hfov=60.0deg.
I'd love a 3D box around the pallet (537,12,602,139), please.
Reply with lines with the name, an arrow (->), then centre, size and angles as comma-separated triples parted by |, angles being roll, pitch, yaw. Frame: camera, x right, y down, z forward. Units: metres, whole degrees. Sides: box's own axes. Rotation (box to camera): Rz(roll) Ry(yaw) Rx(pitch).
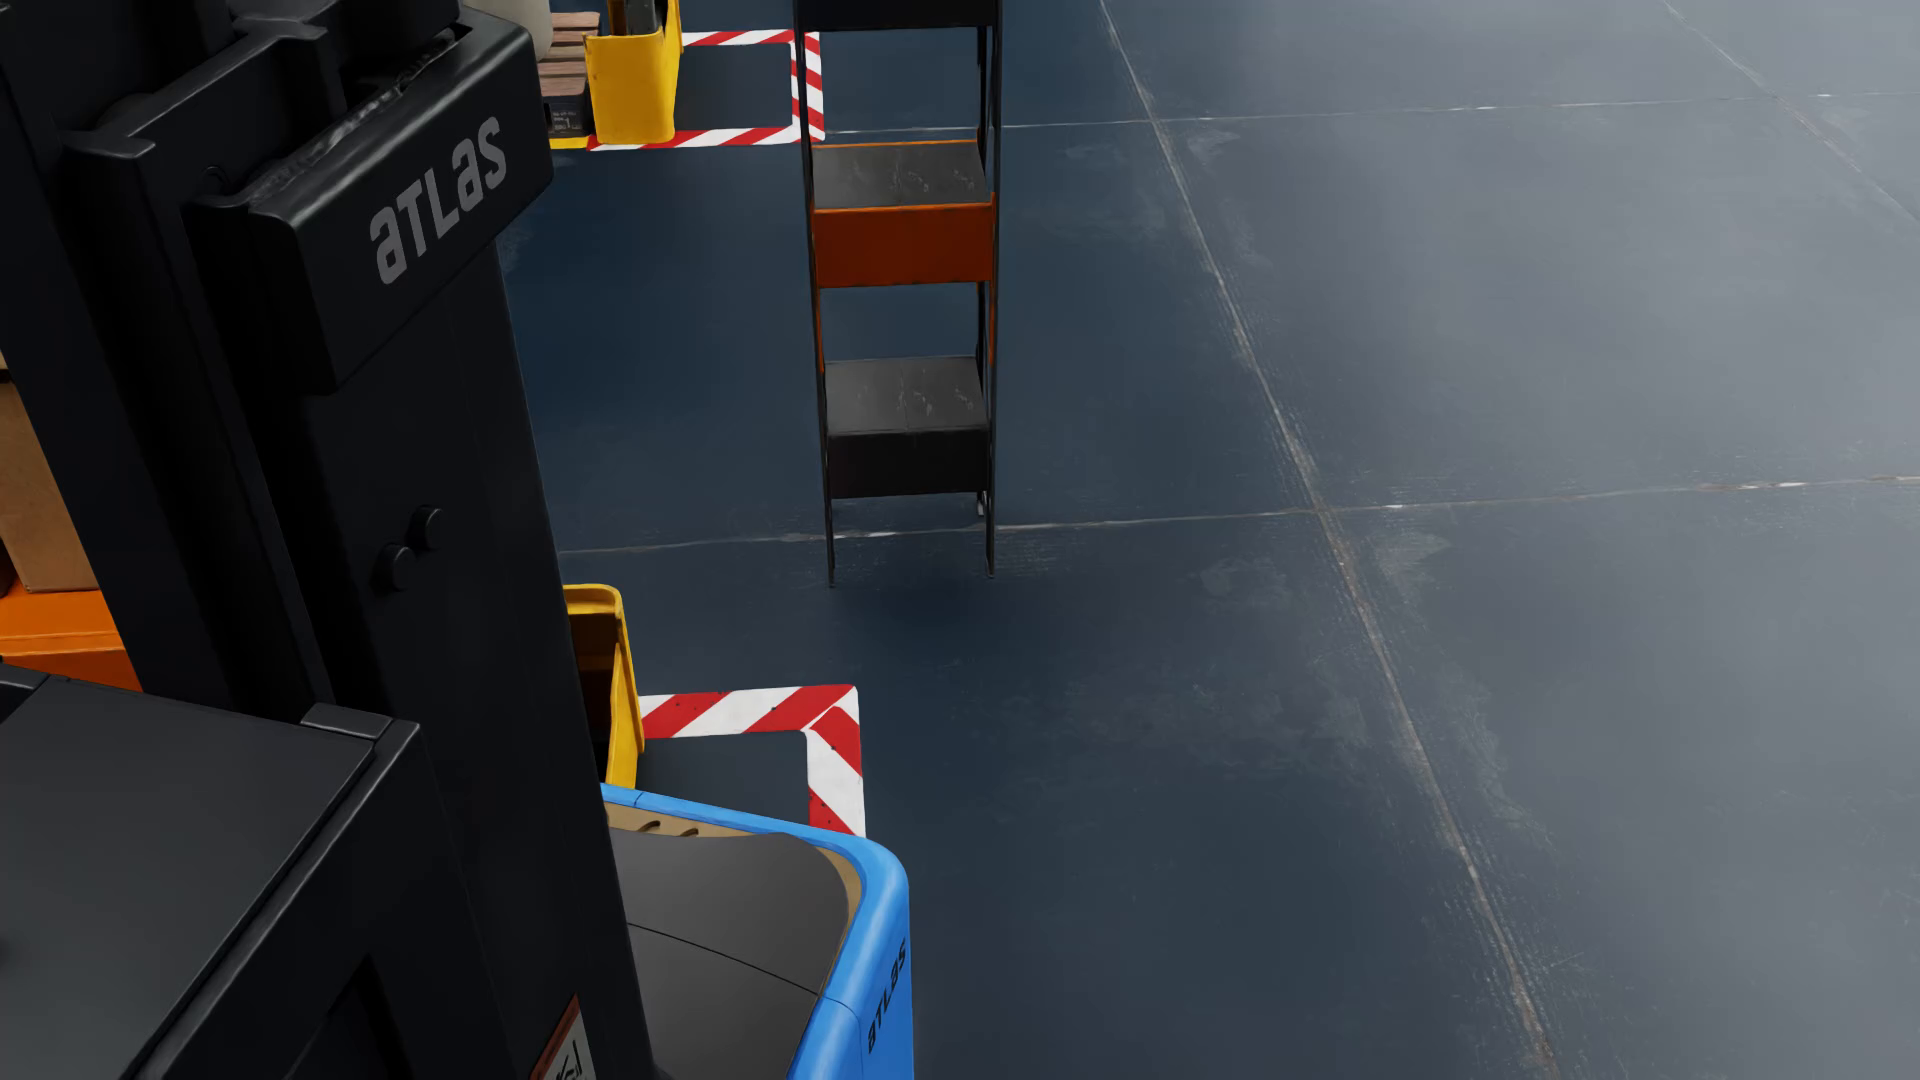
pallet -> -2.332, -2.190, 7.856 | 1.213, 0.211, 1.003 | -3, 38, -4

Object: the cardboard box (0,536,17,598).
cardboard box -> -2.004, -0.293, 3.119 | 0.500, 0.500, 0.700 | -2, 38, -3

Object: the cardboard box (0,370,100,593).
cardboard box -> -1.482, -0.325, 3.159 | 0.500, 0.500, 0.700 | -3, 38, -4

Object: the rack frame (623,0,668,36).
rack frame -> -1.451, -3.360, 7.086 | 0.127, 3.000, 1.000 | -3, 38, -4

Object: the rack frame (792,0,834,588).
rack frame -> -0.408, -0.802, 4.571 | 0.015, 2.100, 0.400 | -3, 38, -4

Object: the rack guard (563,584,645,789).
rack guard -> -0.992, 0.677, 3.989 | 0.348, 0.500, 1.175 | -3, 38, -4

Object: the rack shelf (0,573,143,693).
rack shelf -> -3.008, 0.089, 3.297 | 4.000, 0.370, 1.077 | -3, 38, -4

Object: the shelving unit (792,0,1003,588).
shelving unit -> -0.165, -0.815, 4.588 | 0.503, 2.100, 0.431 | -3, 38, -4

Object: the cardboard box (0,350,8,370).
cardboard box -> -1.640, -0.443, 2.786 | 0.250, 0.149, 0.380 | -2, 38, -3

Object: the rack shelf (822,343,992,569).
rack shelf -> -0.165, -0.255, 5.030 | 0.480, 0.518, 0.431 | -3, 38, -4

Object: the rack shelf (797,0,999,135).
rack shelf -> -0.165, -1.354, 4.163 | 0.480, 0.518, 0.431 | -3, 38, -4

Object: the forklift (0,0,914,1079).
forklift -> -0.953, 1.019, 1.592 | 1.130, 2.935, 3.031 | 10, 39, 12

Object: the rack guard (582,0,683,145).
rack guard -> -1.522, -2.345, 7.819 | 0.348, 0.500, 1.175 | -3, 38, -4

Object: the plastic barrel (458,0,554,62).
plastic barrel -> -2.099, -2.465, 7.621 | 0.421, 0.512, 0.421 | 0, 38, 0

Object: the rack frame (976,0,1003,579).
rack frame -> 0.078, -0.829, 4.605 | 0.015, 2.100, 0.400 | -3, 38, -4

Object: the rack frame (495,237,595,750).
rack frame -> -1.016, -0.303, 3.213 | 0.127, 3.000, 1.000 | -3, 38, -4

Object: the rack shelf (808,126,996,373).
rack shelf -> -0.165, -0.805, 4.597 | 0.480, 0.518, 0.431 | -3, 38, -4
